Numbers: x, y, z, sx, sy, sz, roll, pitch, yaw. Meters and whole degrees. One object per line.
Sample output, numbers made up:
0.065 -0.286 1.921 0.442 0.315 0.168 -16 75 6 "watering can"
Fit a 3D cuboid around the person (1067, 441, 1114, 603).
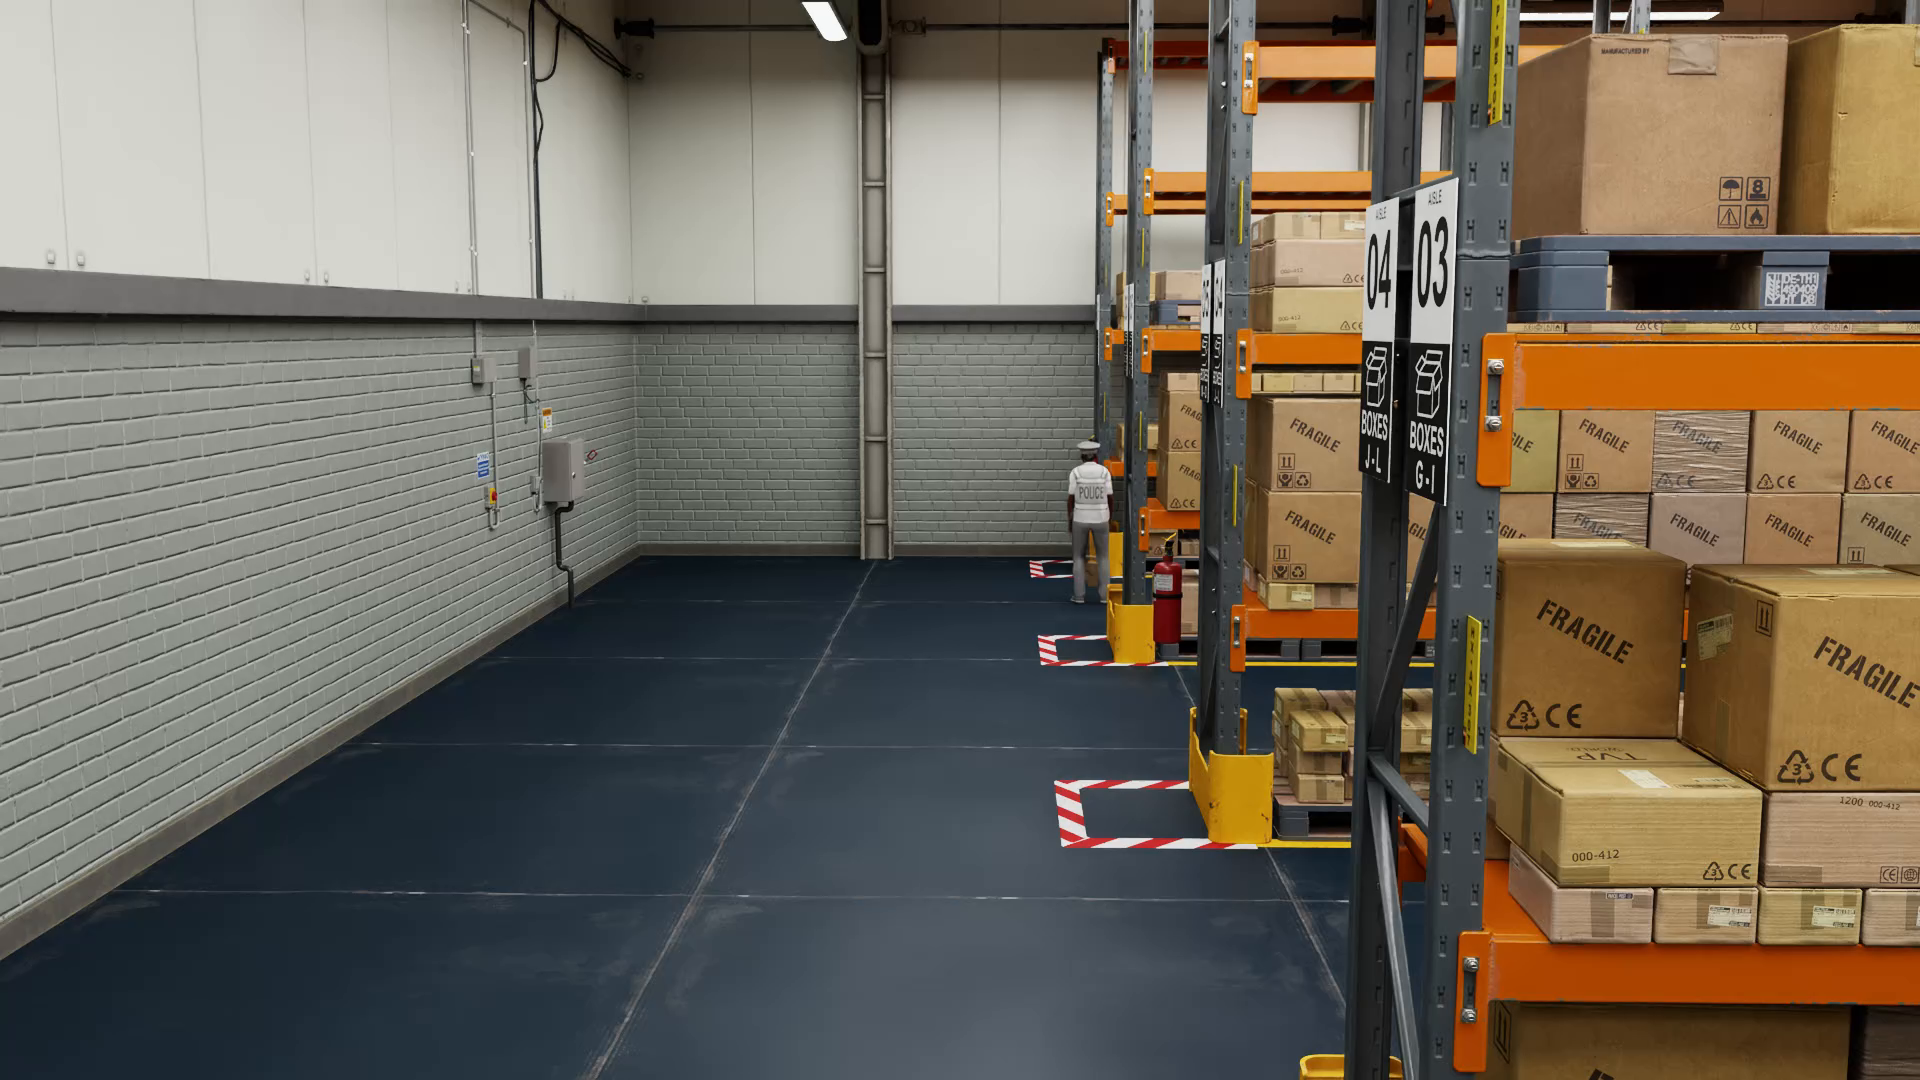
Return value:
1.347 -0.173 17.108 0.500 1.664 0.378 0 7 -1 "person"
